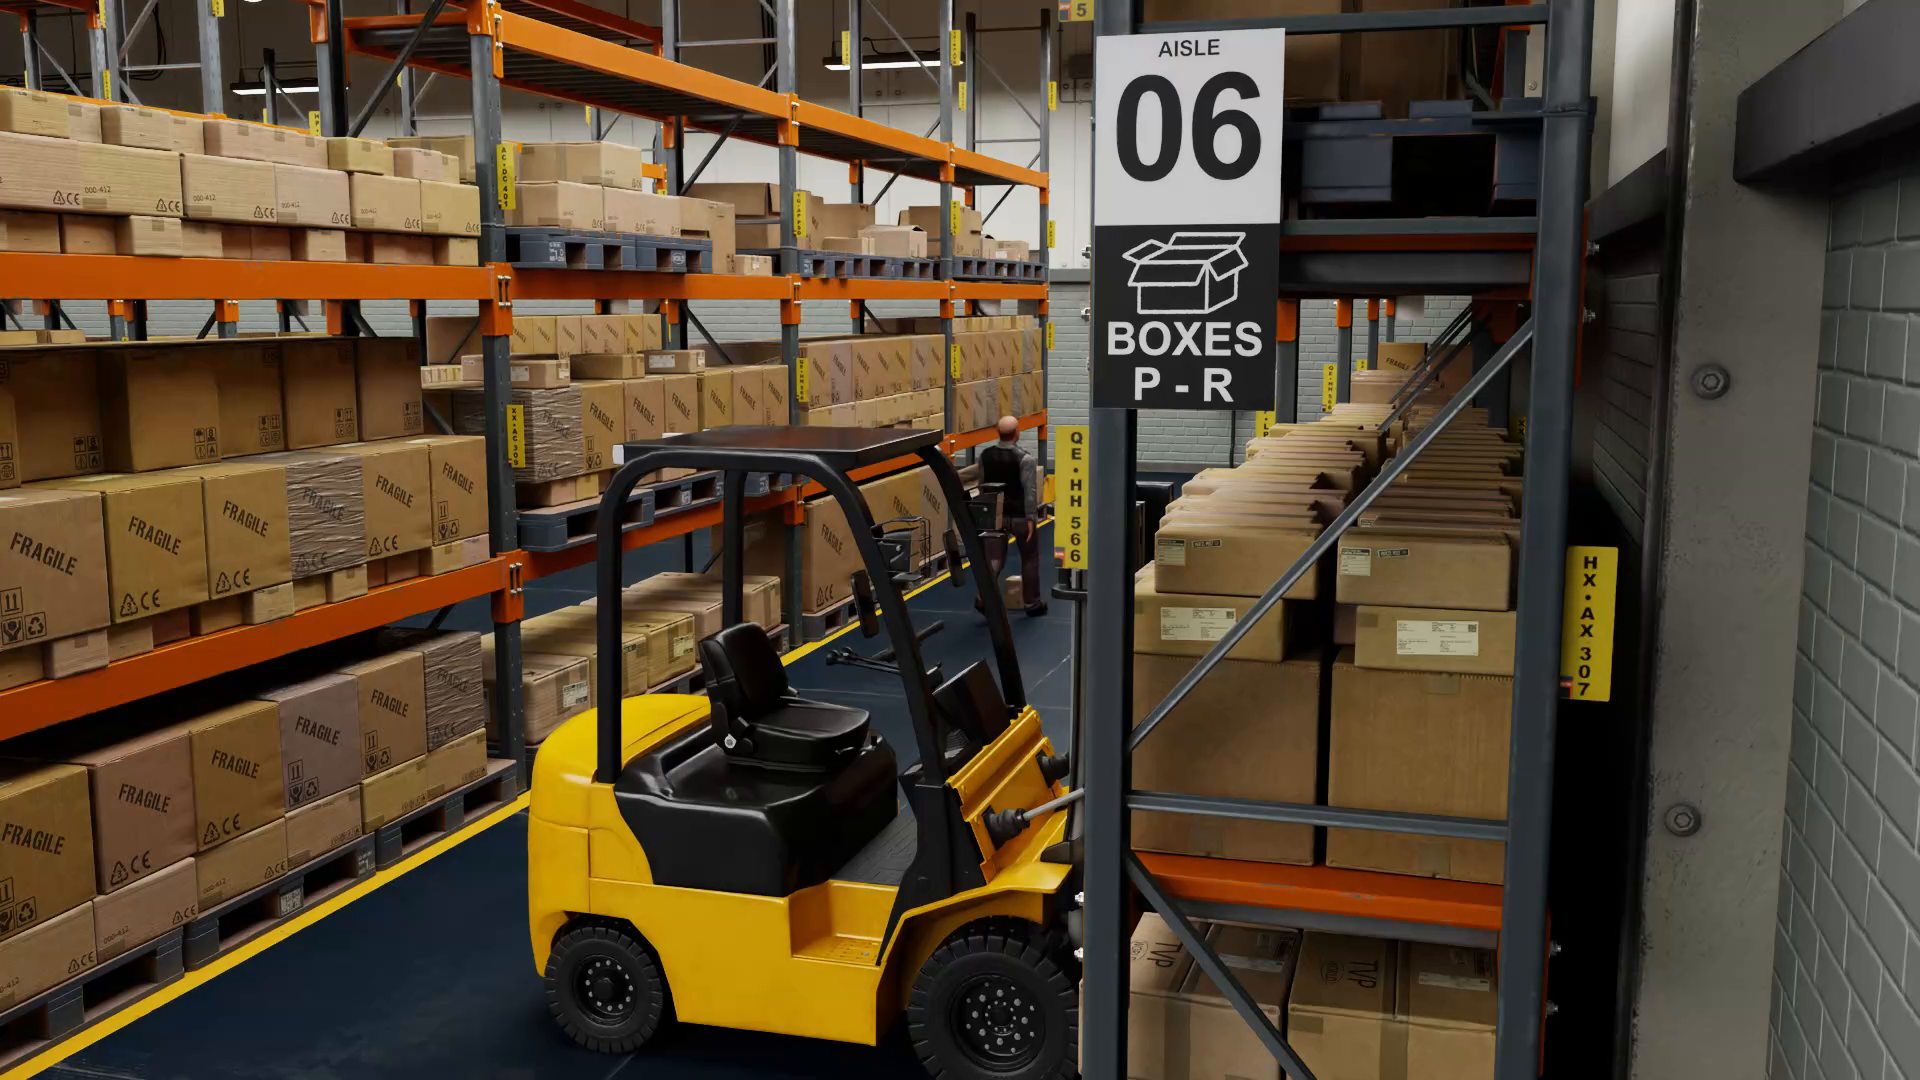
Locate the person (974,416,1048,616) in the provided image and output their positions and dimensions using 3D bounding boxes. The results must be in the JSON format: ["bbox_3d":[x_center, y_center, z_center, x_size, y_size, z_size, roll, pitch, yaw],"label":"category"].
[{"bbox_3d":[0.423,-0.188,13.749,0.541,1.693,0.851,3,9,22],"label":"person"}]
